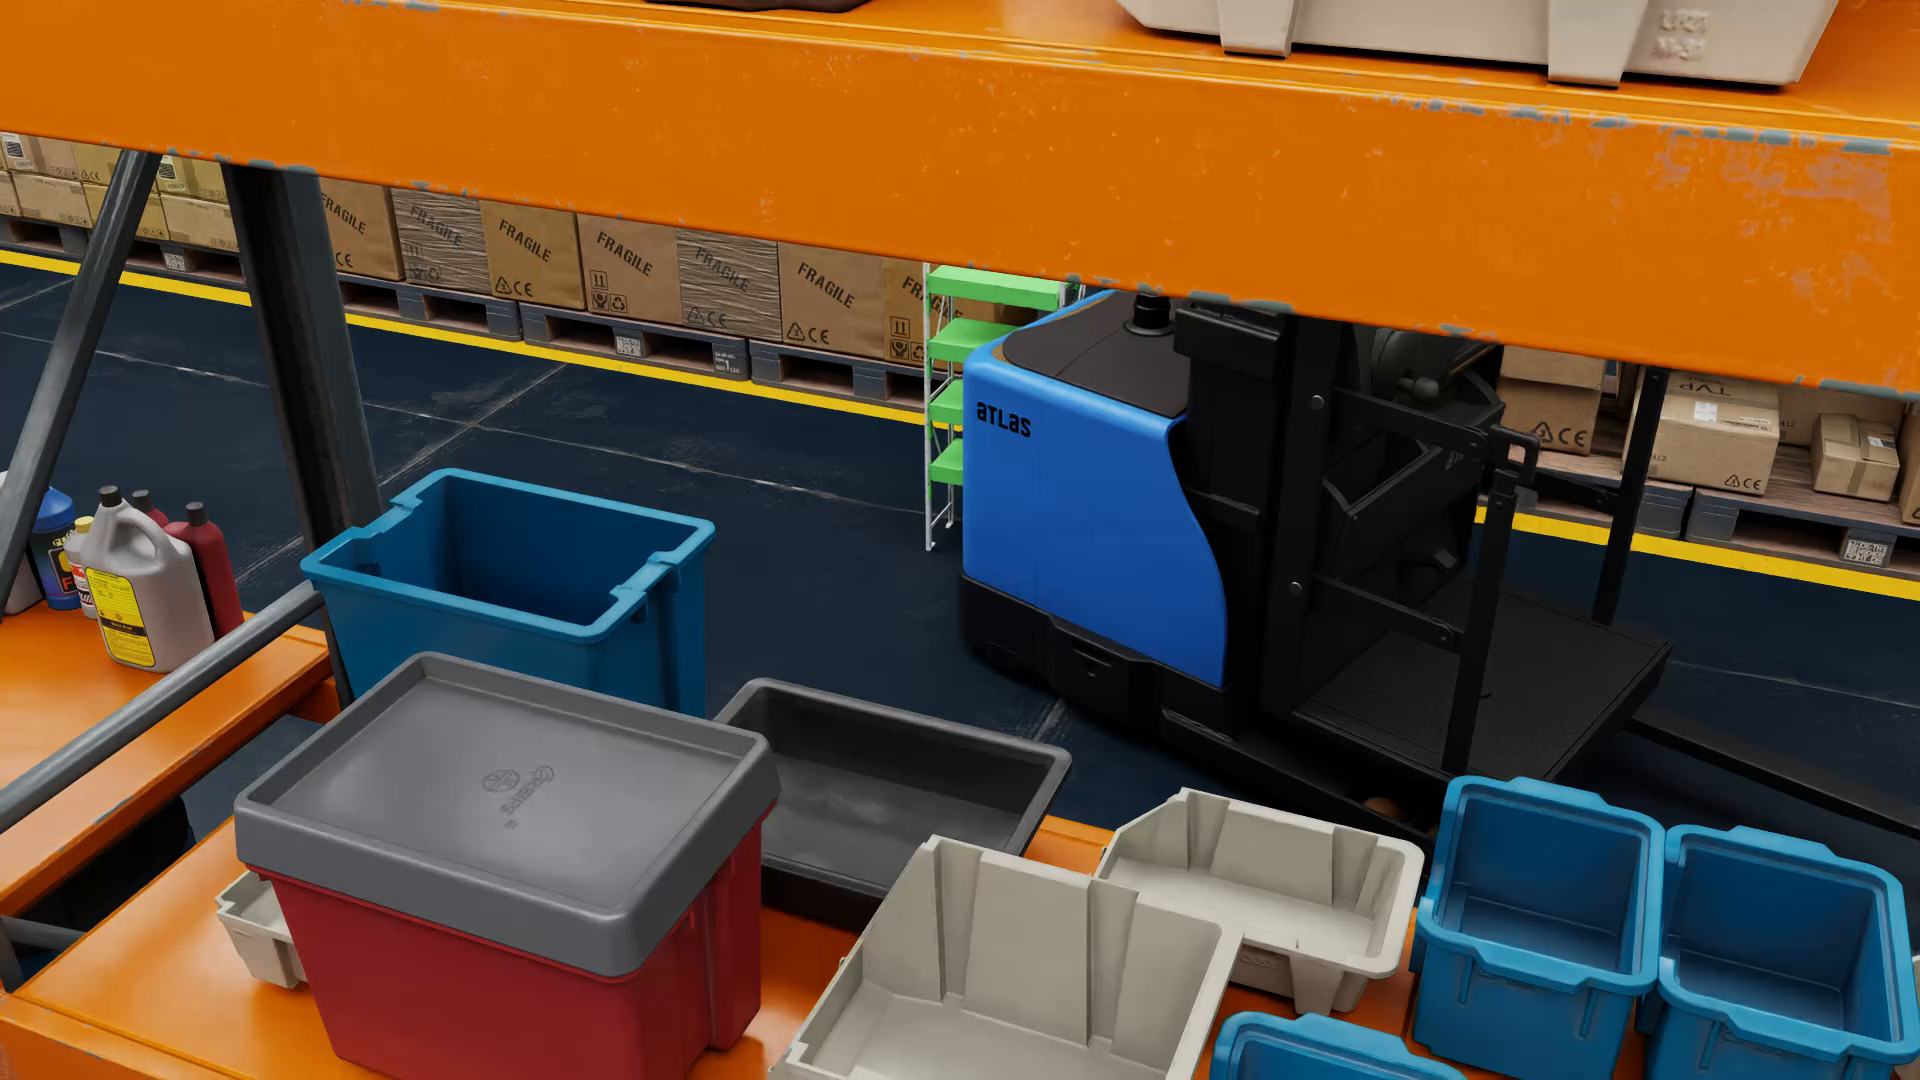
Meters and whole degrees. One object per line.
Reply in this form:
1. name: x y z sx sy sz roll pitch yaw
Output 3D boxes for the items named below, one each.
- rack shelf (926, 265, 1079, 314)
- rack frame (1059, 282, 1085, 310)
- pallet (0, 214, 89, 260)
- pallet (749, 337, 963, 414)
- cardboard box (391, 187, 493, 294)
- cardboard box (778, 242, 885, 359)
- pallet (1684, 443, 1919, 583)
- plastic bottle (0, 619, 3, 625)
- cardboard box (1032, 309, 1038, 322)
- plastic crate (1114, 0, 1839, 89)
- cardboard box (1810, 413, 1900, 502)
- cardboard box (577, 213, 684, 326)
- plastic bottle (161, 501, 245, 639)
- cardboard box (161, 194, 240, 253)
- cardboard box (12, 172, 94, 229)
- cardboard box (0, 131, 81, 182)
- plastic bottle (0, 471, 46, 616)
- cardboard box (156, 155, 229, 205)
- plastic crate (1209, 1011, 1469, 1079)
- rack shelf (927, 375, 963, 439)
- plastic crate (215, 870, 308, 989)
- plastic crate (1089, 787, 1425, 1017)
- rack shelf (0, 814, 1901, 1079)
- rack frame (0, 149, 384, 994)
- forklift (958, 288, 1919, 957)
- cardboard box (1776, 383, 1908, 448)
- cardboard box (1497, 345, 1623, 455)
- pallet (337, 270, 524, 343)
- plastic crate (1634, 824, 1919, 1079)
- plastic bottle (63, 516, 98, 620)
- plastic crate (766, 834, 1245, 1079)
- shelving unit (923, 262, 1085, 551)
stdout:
1. rack shelf: 0.152 -0.855 5.697 0.480 0.148 0.258 11 31 19
2. rack frame: 0.378 -0.447 5.822 0.015 1.200 0.240 11 31 19
3. pallet: -5.019 -1.917 9.428 1.213 0.211 1.003 11 31 19
4. pallet: -0.206 -0.914 7.653 1.213 0.211 1.003 11 31 19
5. cardboard box: -2.343 -1.529 8.001 0.500 0.500 0.500 10 31 17
6. cardboard box: -0.458 -1.154 7.337 0.500 0.500 0.500 11 31 19
7. pallet: 3.459 -0.202 6.393 1.213 0.211 1.003 11 31 19
8. plastic bottle: -1.958 0.083 3.257 0.097 0.201 0.097 0 29 0
9. cardboard box: 0.206 -1.299 7.593 0.500 0.500 0.500 10 31 17
10. plastic crate: 0.395 -0.457 1.230 0.530 0.136 0.437 11 31 19
11. cardboard box: 3.331 -0.317 6.195 0.250 0.166 0.380 11 31 19
12. cardboard box: -1.394 -1.340 7.666 0.500 0.500 0.500 10 31 17
13. plastic bottle: -1.483 0.051 3.229 0.133 0.283 0.061 11 31 19
14. cardboard box: -3.724 -1.707 8.589 0.500 0.250 0.500 12 32 20
15. cardboard box: -4.667 -1.895 8.922 0.500 0.250 0.500 12 32 20
16. cardboard box: -4.673 -2.137 8.780 0.500 0.311 0.500 11 31 19
17. plastic bottle: -1.928 -0.010 3.345 0.135 0.276 0.152 11 31 19
18. cardboard box: -3.722 -1.949 8.448 0.500 0.311 0.500 12 32 20
19. plastic crate: 0.403 0.787 1.919 0.300 0.233 0.416 11 31 19
20. rack shelf: 0.152 -0.437 5.933 0.480 0.148 0.258 11 31 19
21. plastic crate: -0.926 0.503 2.519 0.243 0.136 0.396 11 31 19
22. plastic crate: 0.423 0.537 2.459 0.466 0.136 0.293 11 31 19
23. rack shelf: 0.550 0.946 2.259 4.000 0.370 1.077 11 31 19
24. rack frame: -1.305 0.265 2.734 0.053 2.616 0.949 11 31 19
25. forklift: 1.437 -0.616 4.361 3.031 2.935 1.130 23 37 35
26. cardboard box: 3.408 -0.572 6.560 0.500 0.250 0.500 11 31 19
27. cardboard box: 2.305 -0.754 6.626 0.637 0.503 0.797 11 31 19
28. pallet: -2.467 -1.365 8.451 1.213 0.211 1.003 11 31 19
29. plastic crate: 1.078 0.610 2.231 0.300 0.233 0.416 11 31 19
30. plastic bottle: -1.720 0.049 3.316 0.097 0.201 0.097 0 29 0
31. plastic crate: 0.042 0.655 2.102 0.530 0.282 0.437 11 31 19
32. shelving unit: 0.152 -0.493 5.902 0.503 1.200 0.258 11 31 19
